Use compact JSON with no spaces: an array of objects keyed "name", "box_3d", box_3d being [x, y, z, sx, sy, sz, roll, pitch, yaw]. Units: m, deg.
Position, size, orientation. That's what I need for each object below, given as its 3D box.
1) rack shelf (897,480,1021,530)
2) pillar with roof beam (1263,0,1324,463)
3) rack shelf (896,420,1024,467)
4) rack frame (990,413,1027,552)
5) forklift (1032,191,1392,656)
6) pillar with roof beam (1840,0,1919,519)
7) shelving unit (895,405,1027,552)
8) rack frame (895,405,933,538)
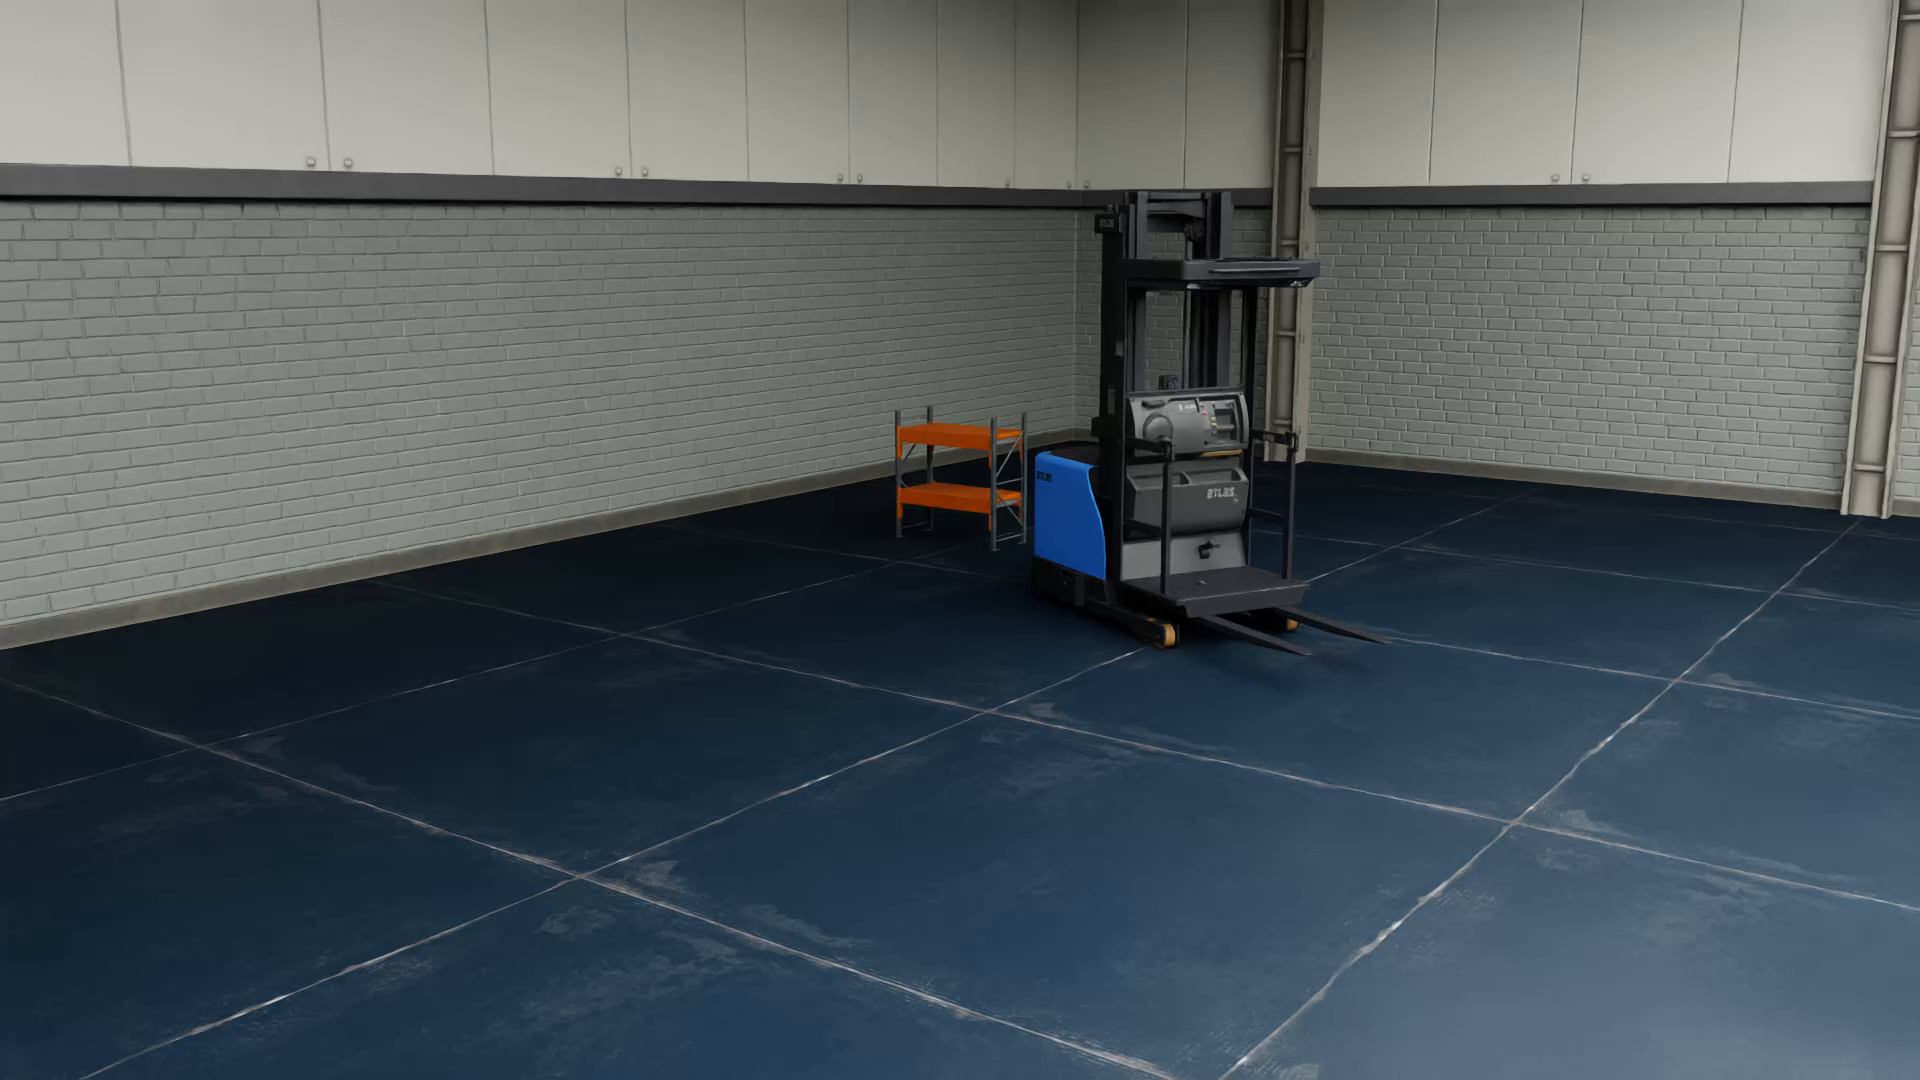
[{"name":"rack shelf","box_3d":[0.005,-0.311,14.465,1.000,0.278,0.538,8,13,36]},{"name":"pillar with roof beam","box_3d":[1.216,-4.676,15.010,0.400,9.000,9.100,8,13,36]},{"name":"rack shelf","box_3d":[0.005,-0.839,14.363,1.000,0.278,0.538,8,13,36]},{"name":"rack frame","box_3d":[0.415,-0.494,14.124,0.032,1.125,0.500,8,13,36]},{"name":"forklift","box_3d":[1.652,-0.825,11.077,1.130,2.935,3.031,-6,12,-27]},{"name":"pillar with roof beam","box_3d":[6.052,-4.002,11.524,0.400,9.000,9.100,8,13,36]},{"name":"shelving unit","box_3d":[0.005,-0.552,14.419,1.048,1.125,0.538,8,13,36]},{"name":"rack frame","box_3d":[-0.404,-0.609,14.714,0.032,1.125,0.500,8,13,36]}]
